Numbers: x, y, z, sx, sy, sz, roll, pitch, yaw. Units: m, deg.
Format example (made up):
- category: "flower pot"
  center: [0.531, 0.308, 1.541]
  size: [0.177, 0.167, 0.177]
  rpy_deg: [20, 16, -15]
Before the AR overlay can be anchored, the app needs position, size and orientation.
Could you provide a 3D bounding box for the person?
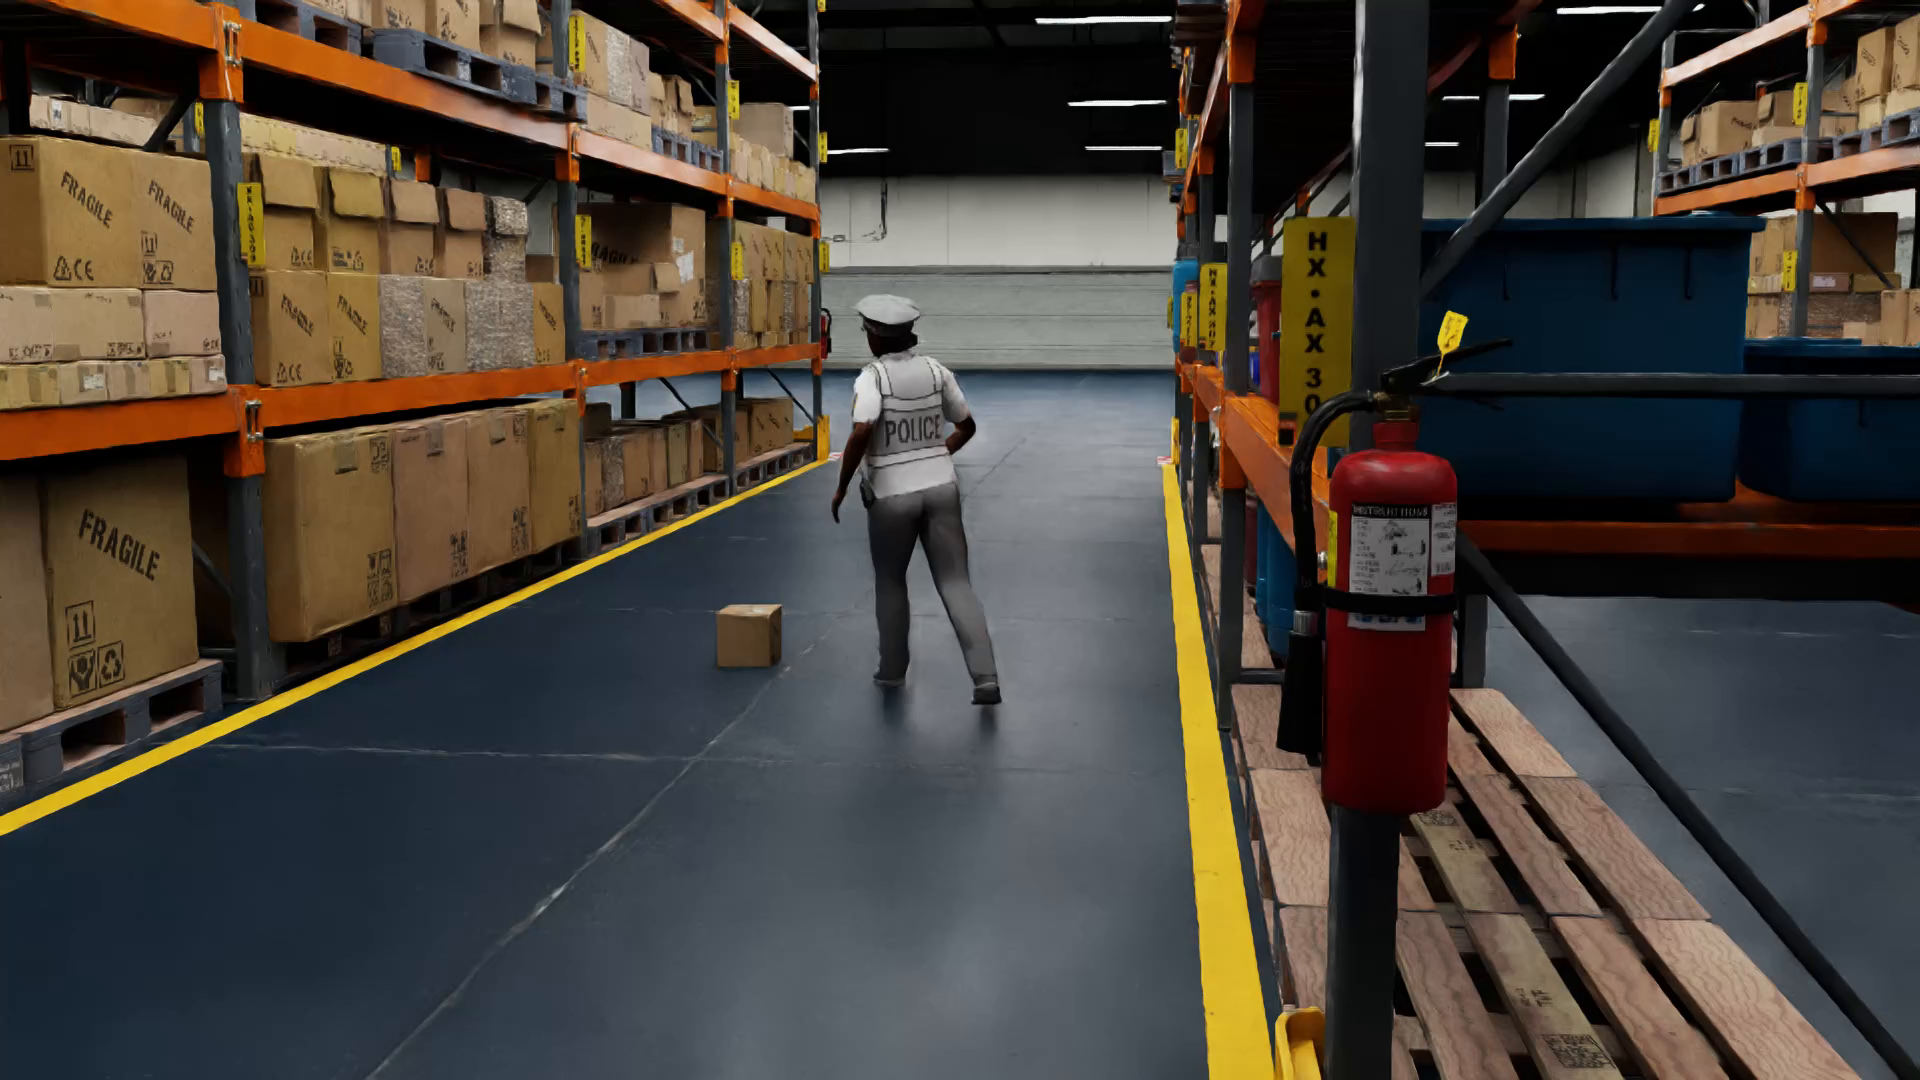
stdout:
- category: "person"
  center: [-0.230, -0.164, 6.787]
  size: [0.634, 1.663, 0.842]
  rpy_deg: [-4, 9, -26]
